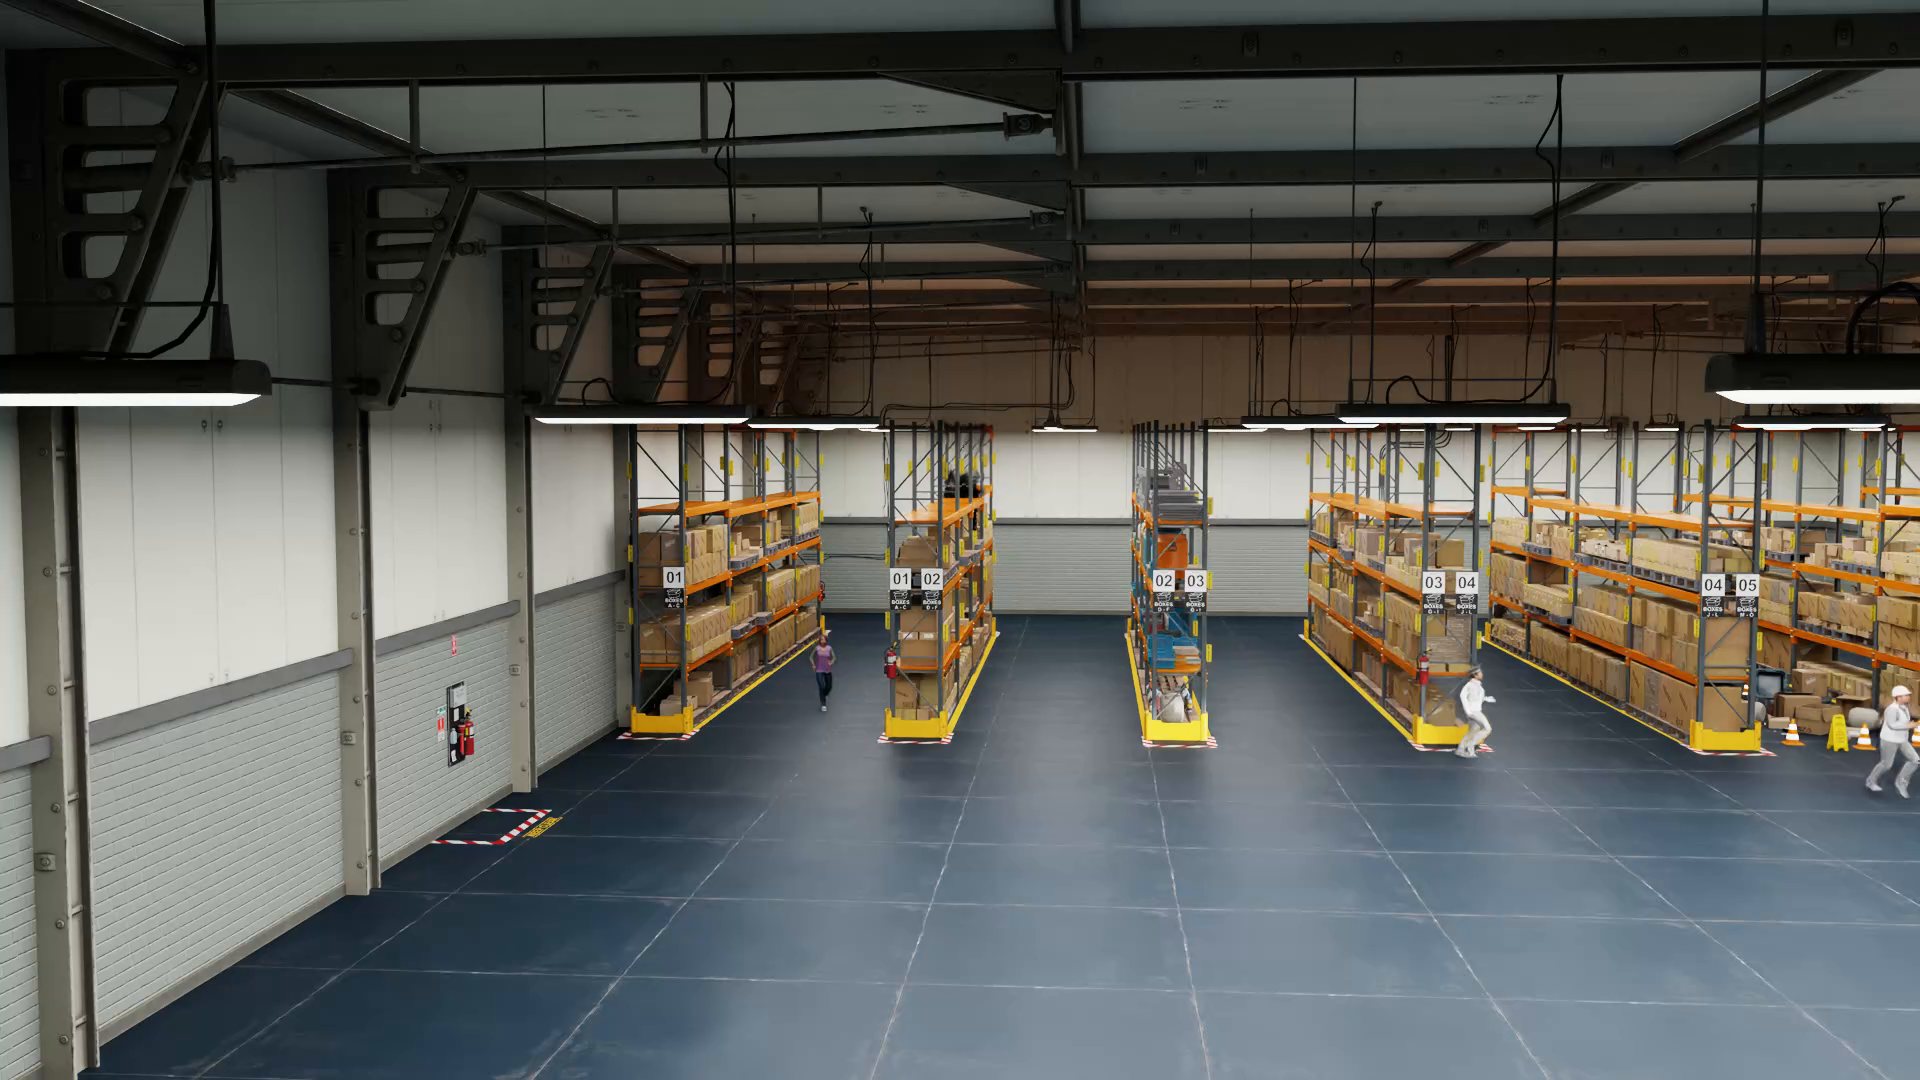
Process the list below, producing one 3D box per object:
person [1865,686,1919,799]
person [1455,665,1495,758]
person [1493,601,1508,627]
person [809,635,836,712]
[{"bbox_3d":[14.764,3.178,26.276,0.680,1.787,0.825,-3,4,-36],"label":"person"},{"bbox_3d":[9.119,3.029,29.419,0.664,1.650,0.638,1,4,21],"label":"person"},{"bbox_3d":[15.437,1.869,47.363,0.829,1.759,0.758,2,4,29],"label":"person"},{"bbox_3d":[-2.855,2.748,34.616,0.547,1.563,0.755,-1,4,-12],"label":"person"}]
